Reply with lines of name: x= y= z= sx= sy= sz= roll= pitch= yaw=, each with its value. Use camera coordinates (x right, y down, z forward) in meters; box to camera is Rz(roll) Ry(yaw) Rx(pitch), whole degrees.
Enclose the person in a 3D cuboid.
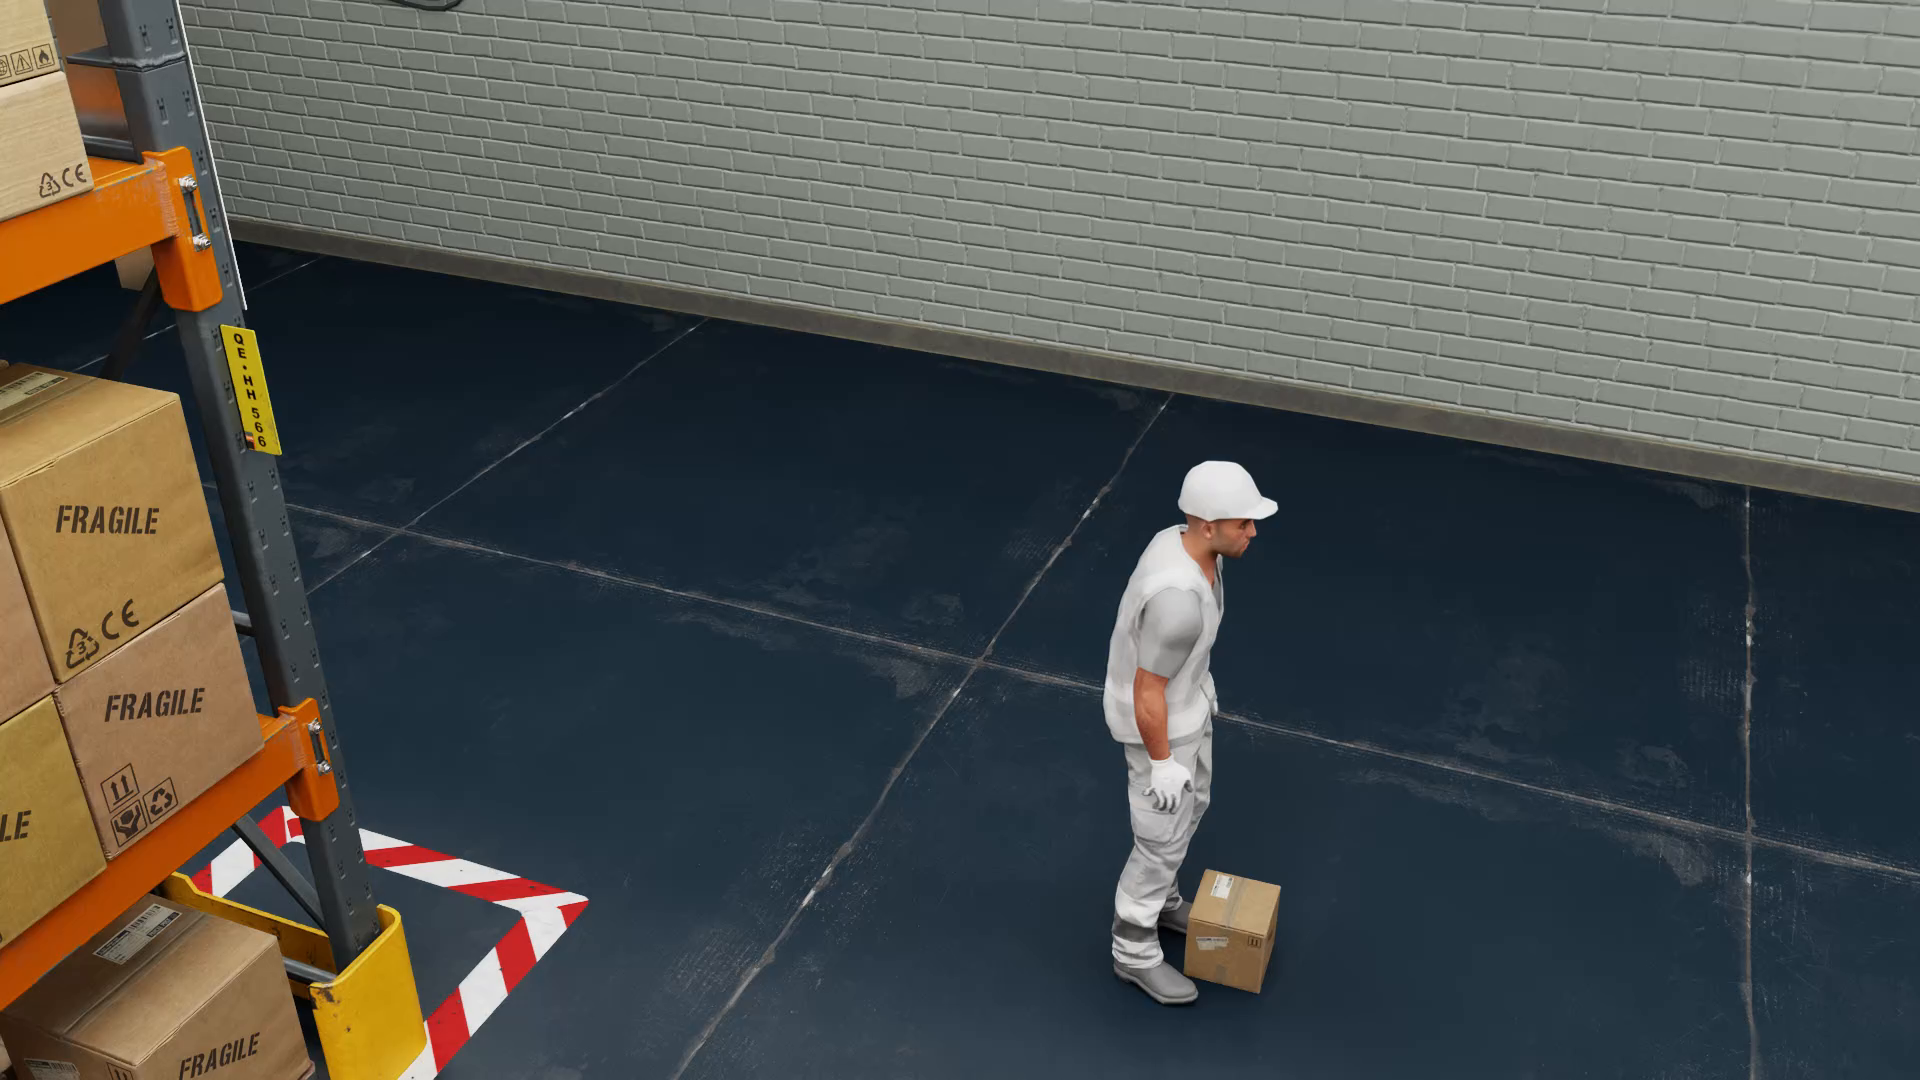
person: x=0.674 y=0.564 z=5.110 sx=0.452 sy=1.778 sz=0.614 roll=9 pitch=31 yaw=16
